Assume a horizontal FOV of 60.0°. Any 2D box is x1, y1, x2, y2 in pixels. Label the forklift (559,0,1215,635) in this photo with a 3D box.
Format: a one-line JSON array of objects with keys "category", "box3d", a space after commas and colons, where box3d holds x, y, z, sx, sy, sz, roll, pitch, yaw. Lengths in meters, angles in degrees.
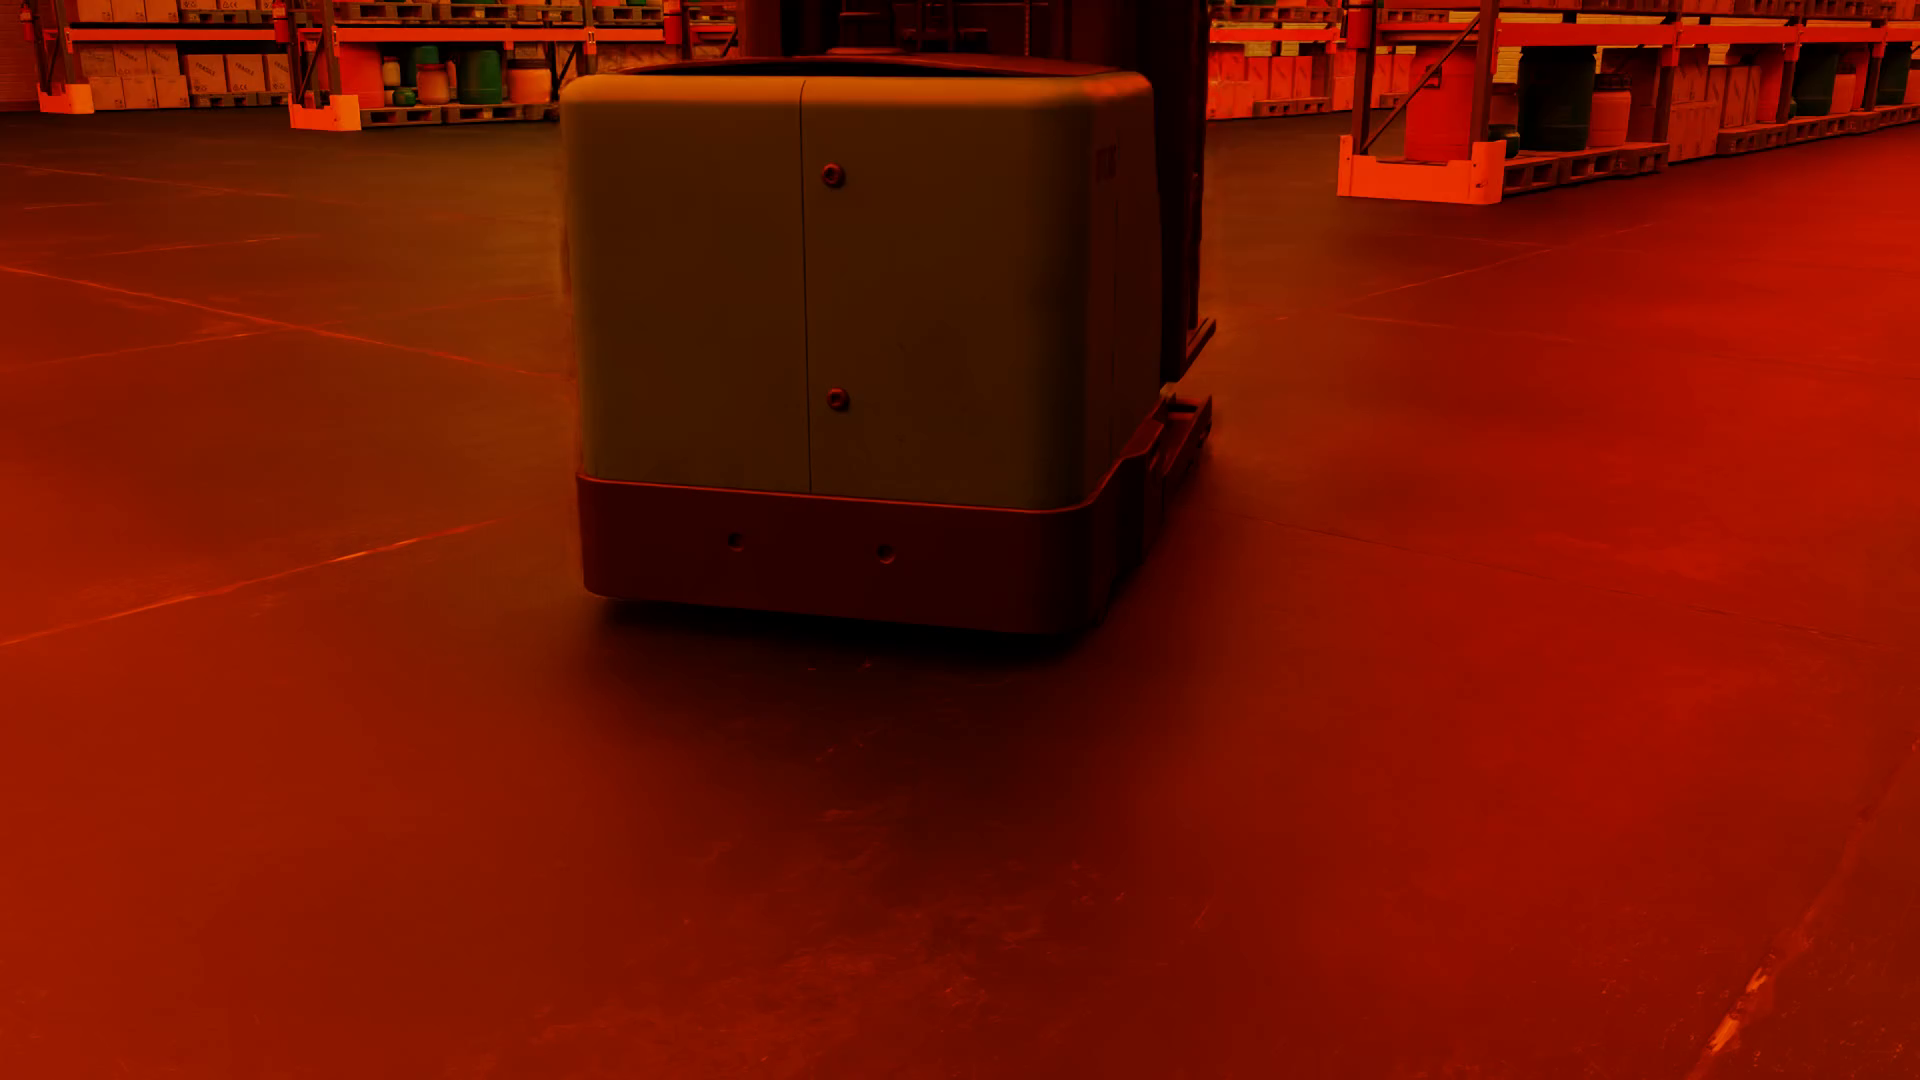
[{"category": "forklift", "box3d": [0.099, -1.613, 4.209, 1.130, 2.935, 3.031, 4, 17, 14]}]
